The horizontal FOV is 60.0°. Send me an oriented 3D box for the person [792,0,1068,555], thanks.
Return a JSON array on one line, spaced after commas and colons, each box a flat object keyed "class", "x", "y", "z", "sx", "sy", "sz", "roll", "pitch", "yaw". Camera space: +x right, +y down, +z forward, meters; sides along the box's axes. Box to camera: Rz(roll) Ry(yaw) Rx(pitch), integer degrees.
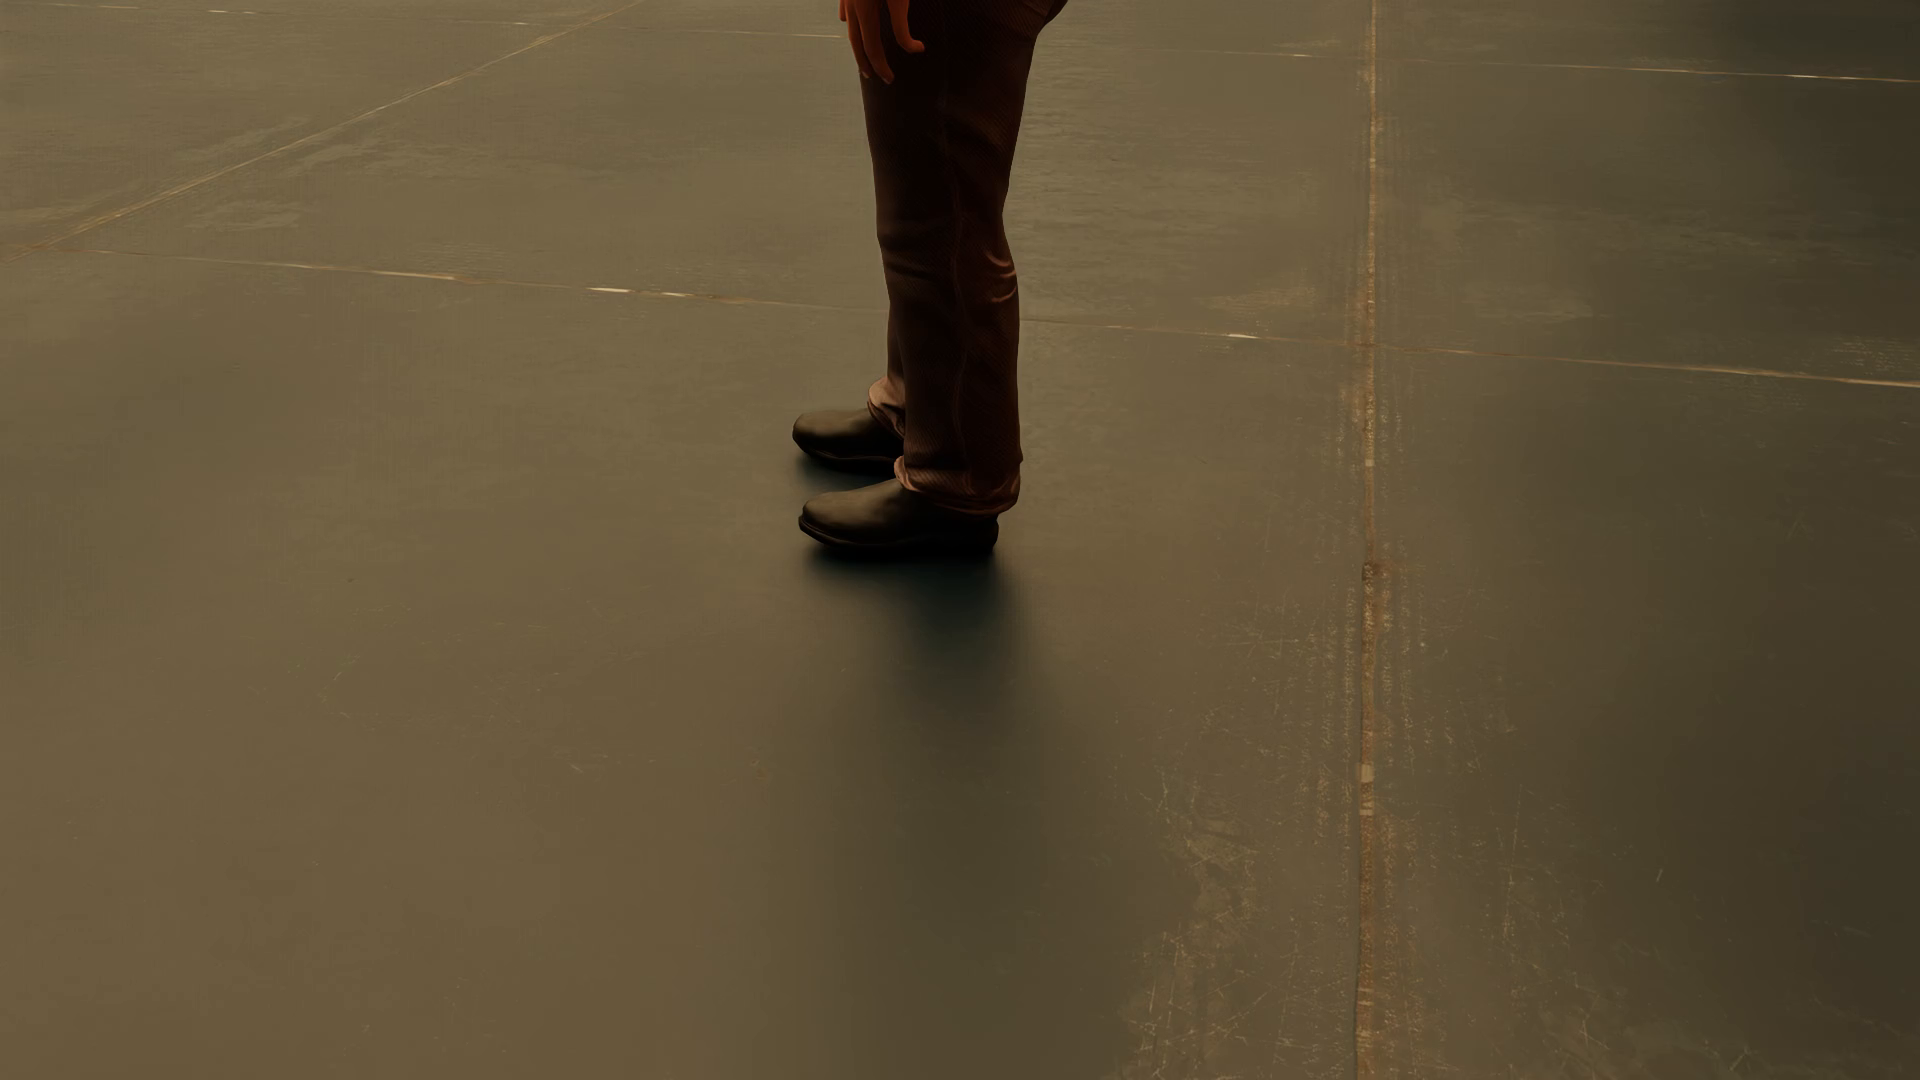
[{"class": "person", "x": -0.059, "y": -0.752, "z": 2.145, "sx": 0.568, "sy": 1.647, "sz": 0.632, "roll": 6, "pitch": 27, "yaw": 11}]
